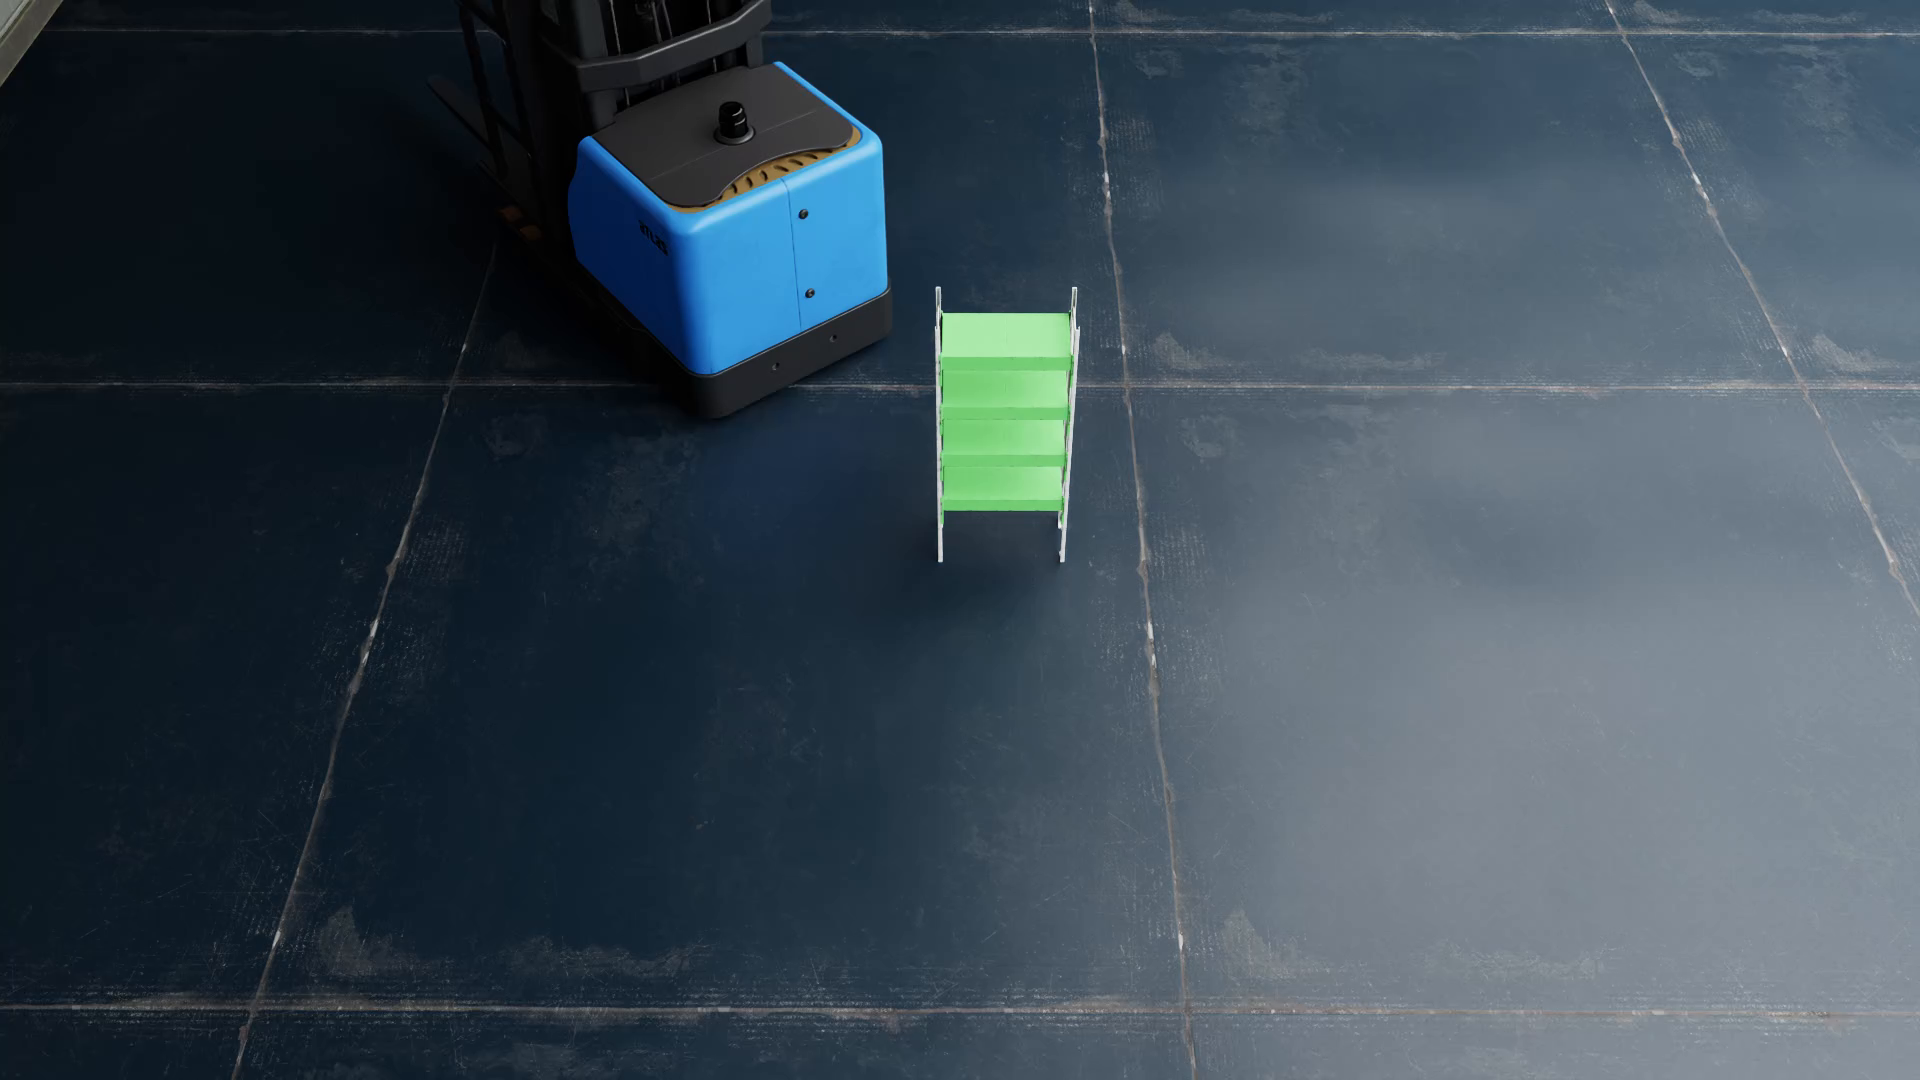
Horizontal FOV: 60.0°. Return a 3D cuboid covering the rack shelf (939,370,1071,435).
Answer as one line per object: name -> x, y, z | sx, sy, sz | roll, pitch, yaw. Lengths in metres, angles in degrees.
rack shelf -> 0.166, -0.528, 6.181 | 0.480, 0.148, 0.258 | 0, 47, 0

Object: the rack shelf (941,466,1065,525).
rack shelf -> 0.166, -0.201, 6.533 | 0.480, 0.148, 0.258 | 0, 47, 0

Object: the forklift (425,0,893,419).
forklift -> -1.606, -2.547, 7.118 | 1.130, 2.935, 3.031 | -30, 54, -25

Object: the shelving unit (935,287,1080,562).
shelving unit -> 0.166, -0.408, 6.310 | 0.503, 1.200, 0.258 | 0, 47, 0

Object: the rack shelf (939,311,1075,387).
rack shelf -> 0.166, -0.692, 6.006 | 0.480, 0.148, 0.258 | 0, 47, 0

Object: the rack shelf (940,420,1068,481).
rack shelf -> 0.166, -0.365, 6.357 | 0.480, 0.148, 0.258 | 0, 47, 0

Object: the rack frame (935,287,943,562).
rack frame -> -0.078, -0.409, 6.311 | 0.015, 1.200, 0.240 | 0, 47, 0

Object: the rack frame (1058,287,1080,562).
rack frame -> 0.410, -0.408, 6.310 | 0.015, 1.200, 0.240 | 0, 47, 0
